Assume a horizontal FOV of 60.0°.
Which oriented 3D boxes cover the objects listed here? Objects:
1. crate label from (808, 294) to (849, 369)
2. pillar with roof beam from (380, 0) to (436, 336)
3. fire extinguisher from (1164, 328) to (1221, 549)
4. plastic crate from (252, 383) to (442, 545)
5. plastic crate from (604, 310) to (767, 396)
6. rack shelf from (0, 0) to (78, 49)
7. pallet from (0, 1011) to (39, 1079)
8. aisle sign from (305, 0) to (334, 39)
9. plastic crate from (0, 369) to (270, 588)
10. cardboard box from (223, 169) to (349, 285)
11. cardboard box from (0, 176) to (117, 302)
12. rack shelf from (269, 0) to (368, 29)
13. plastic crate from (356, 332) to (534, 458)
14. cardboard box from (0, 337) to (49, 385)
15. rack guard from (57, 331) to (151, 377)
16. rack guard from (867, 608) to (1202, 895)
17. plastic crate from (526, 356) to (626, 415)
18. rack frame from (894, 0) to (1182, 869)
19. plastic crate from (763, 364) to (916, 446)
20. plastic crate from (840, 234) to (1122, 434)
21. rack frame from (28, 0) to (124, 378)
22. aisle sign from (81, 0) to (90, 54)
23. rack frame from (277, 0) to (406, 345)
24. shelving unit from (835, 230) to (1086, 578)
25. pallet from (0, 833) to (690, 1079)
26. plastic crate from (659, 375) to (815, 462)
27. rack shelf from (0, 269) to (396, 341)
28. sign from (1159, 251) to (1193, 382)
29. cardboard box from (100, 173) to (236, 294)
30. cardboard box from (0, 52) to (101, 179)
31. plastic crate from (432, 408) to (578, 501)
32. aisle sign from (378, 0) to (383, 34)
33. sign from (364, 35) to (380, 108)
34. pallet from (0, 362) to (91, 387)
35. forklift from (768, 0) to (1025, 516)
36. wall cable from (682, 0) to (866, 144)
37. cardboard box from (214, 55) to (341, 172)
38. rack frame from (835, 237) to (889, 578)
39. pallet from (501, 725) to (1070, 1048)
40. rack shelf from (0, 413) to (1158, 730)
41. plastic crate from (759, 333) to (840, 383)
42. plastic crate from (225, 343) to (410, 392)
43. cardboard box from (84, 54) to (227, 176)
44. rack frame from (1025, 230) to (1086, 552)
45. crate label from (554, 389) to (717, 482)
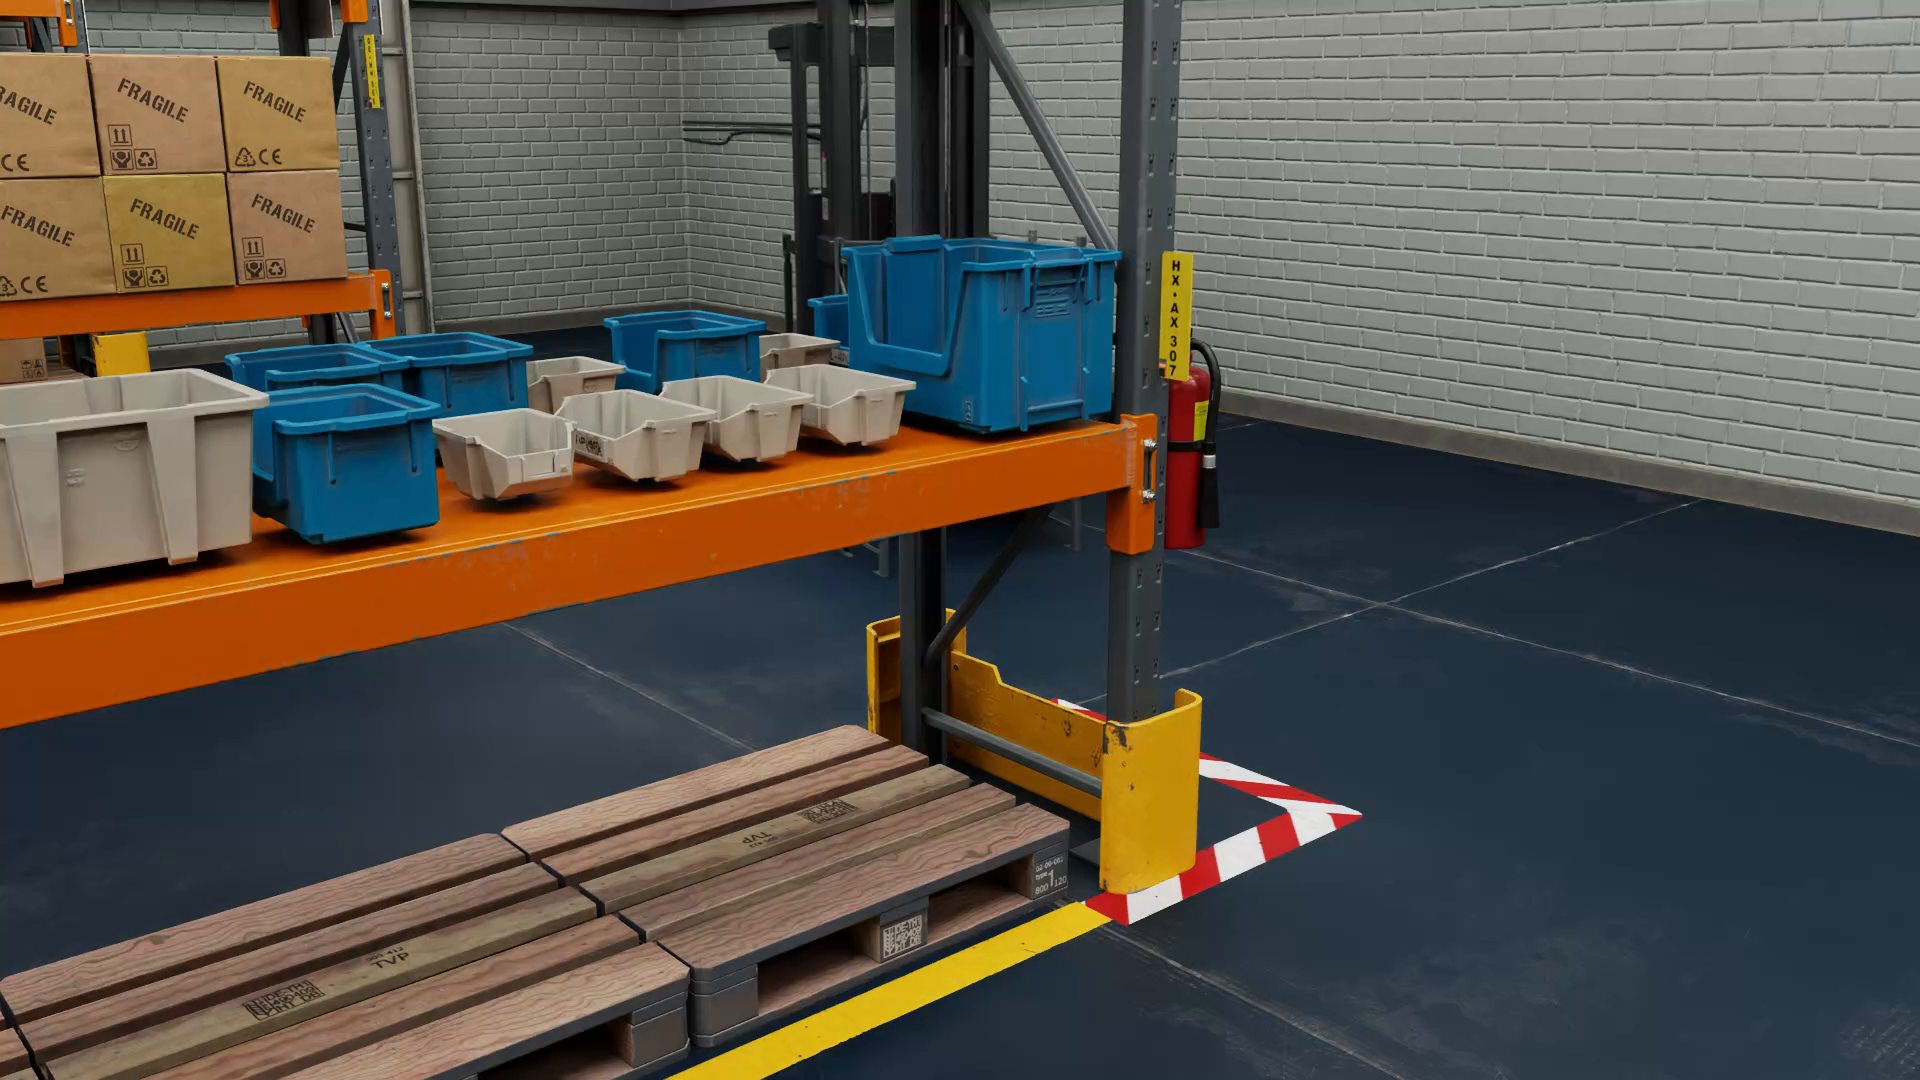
[{"bbox_3d":[-0.222,-0.570,4.780,0.303,0.233,0.416,-13,19,-39],"label":"crate label"},{"bbox_3d":[-2.028,-5.215,10.335,0.400,9.000,9.100,-13,19,-39],"label":"pillar with roof beam"},{"bbox_3d":[0.593,-0.319,4.506,0.183,0.674,0.296,-13,19,-39],"label":"fire extinguisher"},{"bbox_3d":[-1.200,-0.150,3.208,0.300,0.233,0.416,-13,19,-39],"label":"plastic crate"},{"bbox_3d":[-0.718,-0.459,4.363,0.300,0.233,0.416,-13,19,-39],"label":"plastic crate"},{"bbox_3d":[-7.831,-3.291,10.341,4.000,0.370,1.077,-13,19,-39],"label":"rack shelf"},{"bbox_3d":[-2.308,1.293,3.001,1.213,0.211,1.003,-13,19,-39],"label":"pallet"},{"bbox_3d":[-3.209,-2.890,8.218,0.004,0.787,0.394,-13,19,-39],"label":"aisle sign"},{"bbox_3d":[-1.564,-0.117,2.988,0.530,0.282,0.437,-13,19,-39],"label":"plastic crate"},{"bbox_3d":[-3.227,-1.484,7.800,0.500,0.500,0.500,-12,19,-38],"label":"cardboard box"},{"bbox_3d":[-3.996,-1.312,7.156,0.500,0.500,0.500,-12,19,-39],"label":"cardboard box"},{"bbox_3d":[-4.577,-2.328,6.733,4.000,0.370,1.077,-13,19,-39],"label":"rack shelf"},{"bbox_3d":[-1.215,-0.347,3.945,0.300,0.233,0.416,-13,19,-39],"label":"plastic crate"},{"bbox_3d":[-6.785,-1.386,11.655,0.500,0.500,0.700,-13,19,-39],"label":"cardboard box"},{"bbox_3d":[-6.305,-1.325,12.242,0.348,0.500,1.175,-13,19,-39],"label":"rack guard"},{"bbox_3d":[0.190,0.601,5.030,0.348,0.500,1.175,-13,19,-39],"label":"rack guard"},{"bbox_3d":[-1.030,-0.371,4.220,0.298,0.136,0.250,-13,19,-39],"label":"plastic crate"},{"bbox_3d":[0.181,-0.600,4.683,0.127,3.000,1.000,-13,19,-39],"label":"rack frame"},{"bbox_3d":[-0.316,-0.328,4.060,0.243,0.136,0.396,-13,19,-39],"label":"plastic crate"},{"bbox_3d":[0.051,-0.553,4.322,0.499,0.435,0.616,-13,19,-39],"label":"plastic crate"},{"bbox_3d":[-6.323,-2.529,11.904,0.127,3.000,1.000,-13,19,-39],"label":"rack frame"},{"bbox_3d":[-6.071,-3.738,11.395,0.004,0.787,0.394,-13,19,-39],"label":"aisle sign"},{"bbox_3d":[-3.068,-1.565,8.296,0.127,3.000,1.000,-13,19,-39],"label":"rack frame"},{"bbox_3d":[0.003,-0.667,7.841,1.048,1.500,0.538,-7,17,-26],"label":"shelving unit"},{"bbox_3d":[-1.387,1.085,3.779,1.213,0.211,1.003,-13,19,-39],"label":"pallet"},{"bbox_3d":[-0.544,-0.282,3.887,0.243,0.136,0.396,-13,19,-39],"label":"plastic crate"},{"bbox_3d":[-4.577,-0.878,7.120,4.000,0.370,1.077,-13,19,-39],"label":"rack shelf"},{"bbox_3d":[0.554,-0.574,4.272,0.005,0.325,0.100,-13,19,-39],"label":"sign"},{"bbox_3d":[-3.616,-1.396,7.469,0.500,0.500,0.500,-12,19,-39],"label":"cardboard box"},{"bbox_3d":[-3.992,-1.793,7.018,0.500,0.500,0.500,-12,19,-38],"label":"cardboard box"},{"bbox_3d":[-0.949,-0.176,3.491,0.250,0.136,0.298,-13,19,-39],"label":"plastic crate"},{"bbox_3d":[-2.816,-2.773,7.780,0.004,0.787,0.394,-13,19,-39],"label":"aisle sign"},{"bbox_3d":[-2.719,-2.165,7.688,0.005,0.325,0.100,-13,19,-39],"label":"sign"},{"bbox_3d":[-6.875,-1.031,11.699,1.213,0.211,1.003,-13,19,-39],"label":"pallet"},{"bbox_3d":[-0.443,-1.828,9.413,1.130,2.935,3.031,-4,16,-16],"label":"forklift"},{"bbox_3d":[-1.821,-4.815,14.857,0.112,2.526,3.097,-13,19,-39],"label":"wall cable"},{"bbox_3d":[-3.223,-1.967,7.671,0.500,0.500,0.500,-13,20,-40],"label":"cardboard box"},{"bbox_3d":[-0.451,-0.608,7.619,0.032,1.500,0.500,-7,17,-26],"label":"rack frame"},{"bbox_3d":[-0.467,0.880,4.548,1.213,0.211,1.003,-13,19,-39],"label":"pallet"},{"bbox_3d":[-1.328,0.087,3.508,4.000,0.370,1.077,-13,19,-39],"label":"rack shelf"},{"bbox_3d":[-0.518,-0.485,4.650,0.298,0.136,0.250,-13,19,-39],"label":"plastic crate"},{"bbox_3d":[-1.441,-0.296,3.755,0.300,0.233,0.416,-13,19,-39],"label":"plastic crate"},{"bbox_3d":[-3.604,-1.881,7.350,0.500,0.500,0.500,-12,19,-38],"label":"cardboard box"},{"bbox_3d":[0.456,-0.726,8.063,0.032,1.500,0.500,-7,17,-26],"label":"rack frame"},{"bbox_3d":[-0.738,-0.230,3.693,0.243,0.136,0.396,-13,19,-39],"label":"crate label"}]
